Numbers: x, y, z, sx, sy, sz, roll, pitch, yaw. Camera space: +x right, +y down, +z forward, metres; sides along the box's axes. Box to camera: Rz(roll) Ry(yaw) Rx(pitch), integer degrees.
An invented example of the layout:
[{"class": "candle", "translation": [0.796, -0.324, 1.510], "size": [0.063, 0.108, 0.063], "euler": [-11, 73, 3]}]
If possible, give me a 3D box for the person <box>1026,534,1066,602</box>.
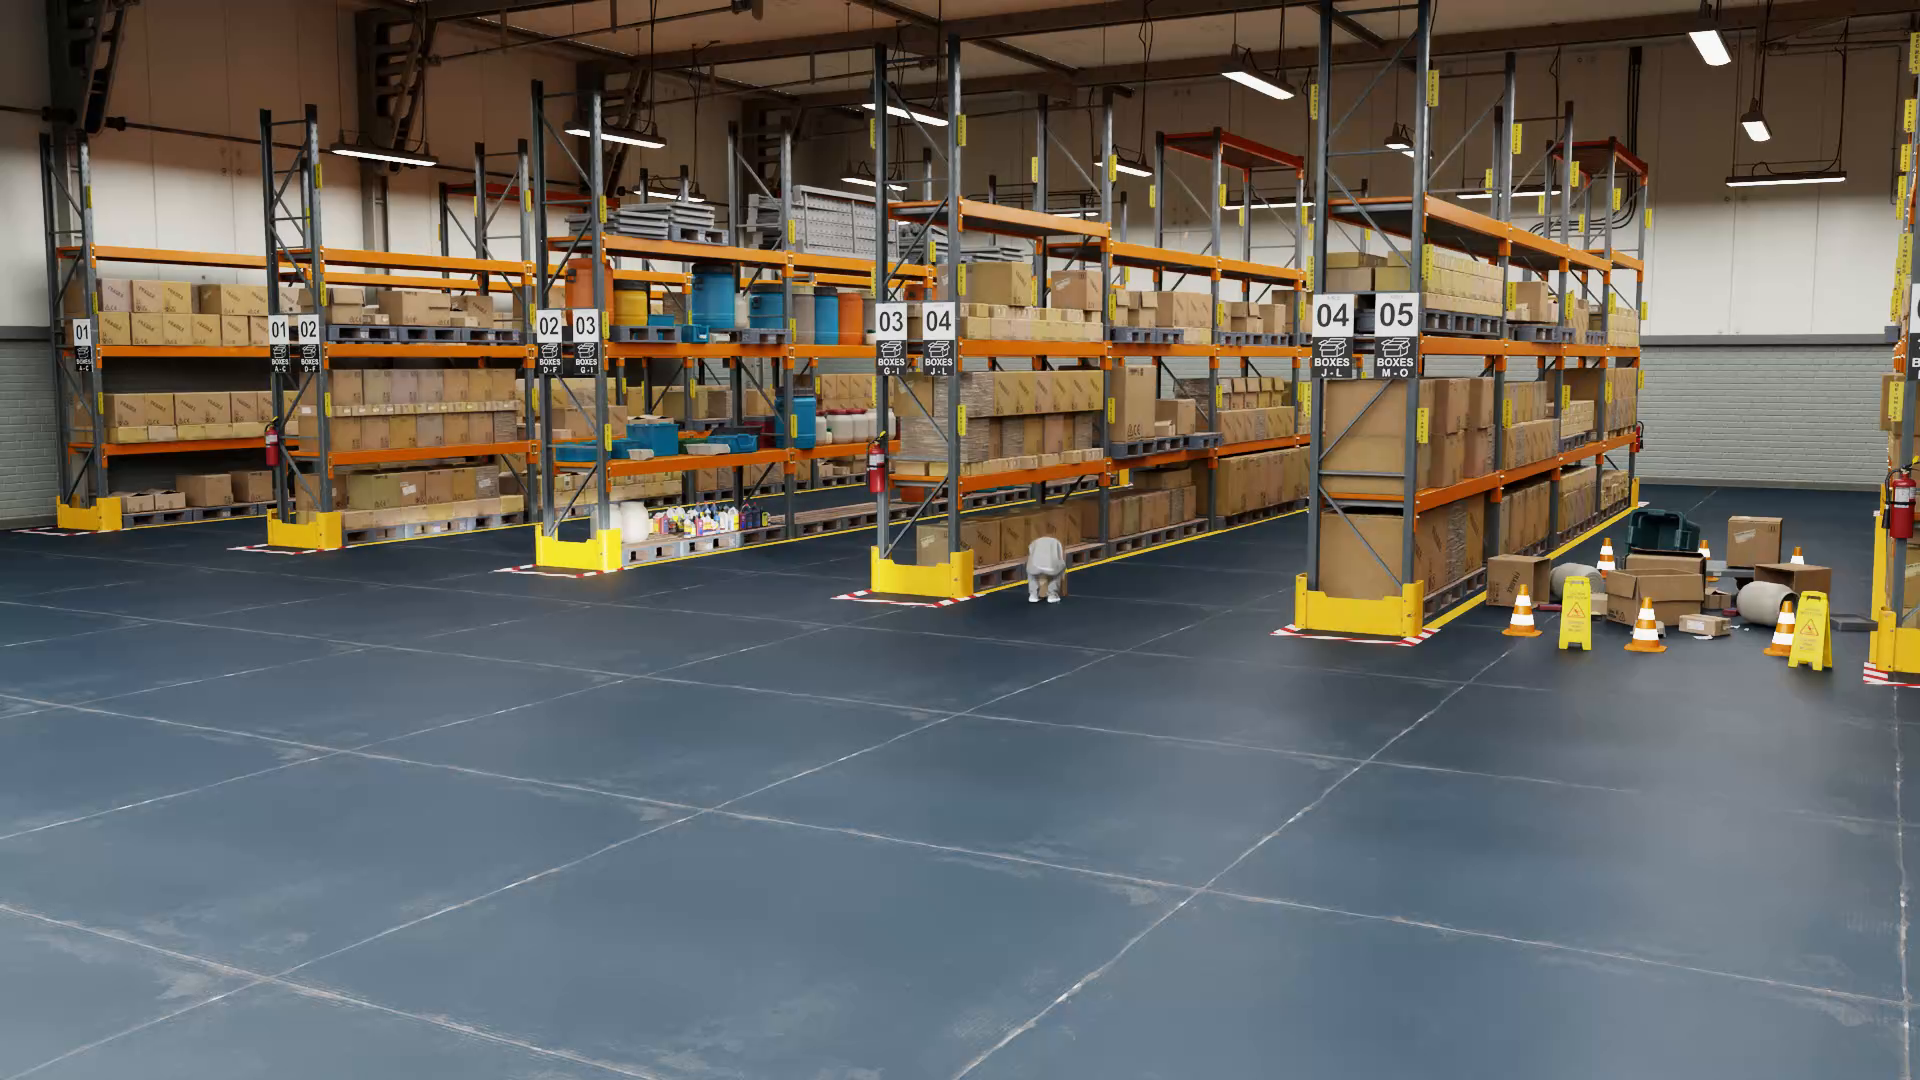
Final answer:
[{"class": "person", "translation": [0.929, 0.335, 17.969], "size": [0.423, 0.726, 0.870], "euler": [1, 6, 11]}]
